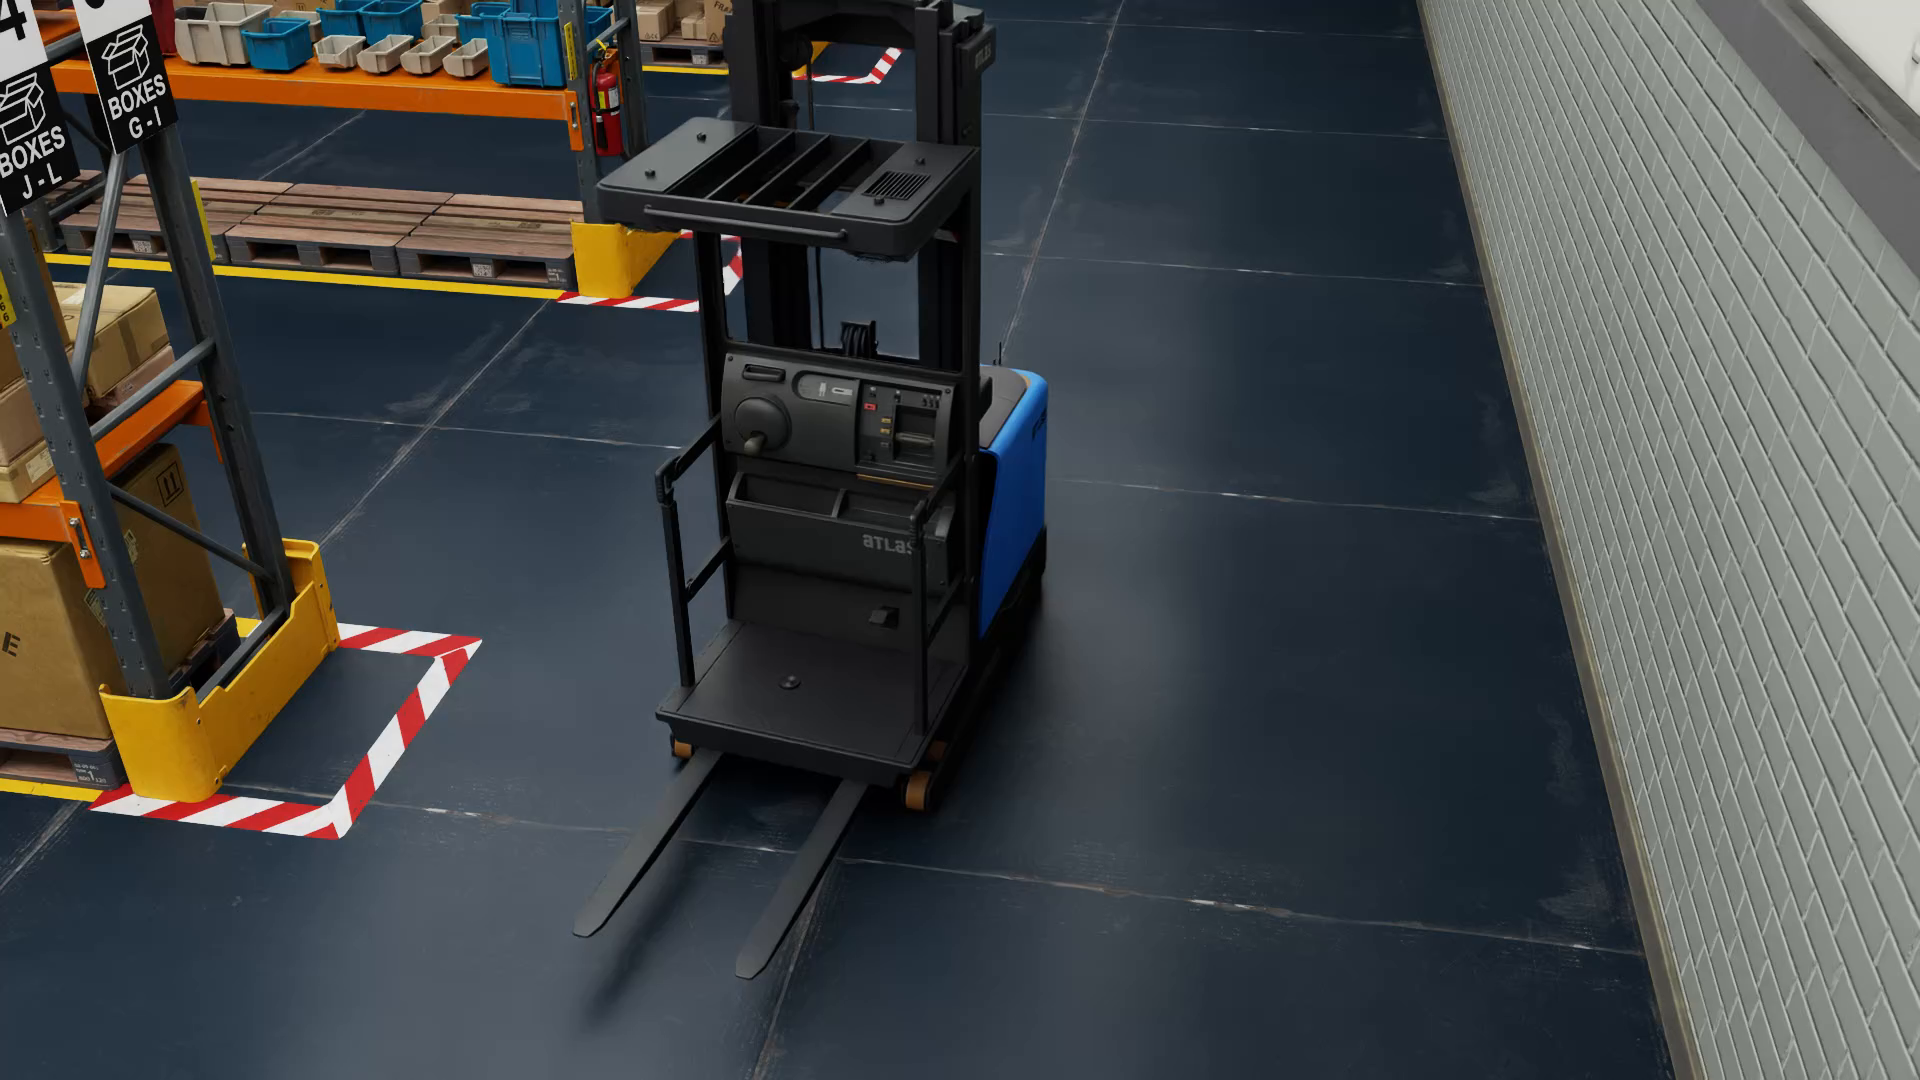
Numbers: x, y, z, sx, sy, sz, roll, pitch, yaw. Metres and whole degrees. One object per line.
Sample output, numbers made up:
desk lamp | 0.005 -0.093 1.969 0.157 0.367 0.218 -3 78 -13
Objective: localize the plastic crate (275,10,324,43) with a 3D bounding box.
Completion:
plastic crate | -4.422 -3.411 11.064 0.466 0.136 0.293 5 32 8

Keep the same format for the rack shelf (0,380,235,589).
rack shelf | -5.051 -0.421 6.774 4.000 0.370 1.077 5 32 8

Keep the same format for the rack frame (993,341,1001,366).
rack frame | 0.173 -0.429 7.946 0.008 1.050 0.200 5 32 8

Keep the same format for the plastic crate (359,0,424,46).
plastic crate | -3.732 -3.404 10.963 0.300 0.233 0.416 5 32 8

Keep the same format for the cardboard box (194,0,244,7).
cardboard box | -6.866 -5.200 15.672 0.500 0.500 0.500 6 32 9

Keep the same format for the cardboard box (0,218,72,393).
cardboard box | -3.604 -0.834 5.910 0.500 0.500 0.500 6 32 9

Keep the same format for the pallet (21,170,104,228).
pallet | -6.942 -2.404 11.891 1.213 0.211 1.003 5 32 8

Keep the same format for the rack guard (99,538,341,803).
rack guard | -3.055 0.514 6.957 0.348 0.500 1.175 5 32 8

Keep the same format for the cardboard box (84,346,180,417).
cardboard box | -3.373 -0.645 6.691 0.250 0.149 0.380 6 32 9

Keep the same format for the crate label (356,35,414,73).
crate label | -3.642 -3.075 10.528 0.243 0.136 0.396 5 32 8

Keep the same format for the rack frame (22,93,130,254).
rack frame | -6.189 -3.495 11.007 0.127 3.000 1.000 5 32 8

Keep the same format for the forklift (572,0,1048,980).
forklift | -0.537 -0.416 6.152 1.130 2.935 3.031 10 33 15

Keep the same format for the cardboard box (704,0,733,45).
cardboard box | -1.986 -4.775 14.993 0.500 0.500 0.500 5 32 8

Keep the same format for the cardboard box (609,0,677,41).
cardboard box | -2.918 -4.769 15.220 0.500 0.250 0.500 5 32 8

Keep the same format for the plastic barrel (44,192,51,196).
plastic barrel | -6.722 -2.841 11.544 0.708 0.901 0.600 5 32 8

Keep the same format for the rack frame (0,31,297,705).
rack frame | -3.079 -0.548 6.298 0.127 3.000 1.000 5 32 8

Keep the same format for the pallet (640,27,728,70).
pallet | -2.270 -4.624 15.438 1.213 0.211 1.003 5 32 8

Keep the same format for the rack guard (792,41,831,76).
rack guard | -1.484 -4.676 15.249 0.348 0.500 1.175 5 32 8

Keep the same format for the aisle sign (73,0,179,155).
aisle sign | -2.958 -1.800 5.848 0.004 0.787 0.394 5 32 8

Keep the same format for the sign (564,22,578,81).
sign | -2.322 -2.918 9.931 0.005 0.325 0.100 5 32 8

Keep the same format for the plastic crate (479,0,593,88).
plastic crate | -2.607 -3.111 10.303 0.499 0.435 0.616 5 32 8

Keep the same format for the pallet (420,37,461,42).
pallet | -4.675 -4.841 15.786 1.213 0.211 1.003 5 32 8

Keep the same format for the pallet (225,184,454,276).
pallet | -4.251 -2.160 11.502 1.213 0.211 1.003 5 32 8

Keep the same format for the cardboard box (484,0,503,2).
cardboard box | -4.363 -5.159 15.937 0.250 0.149 0.380 5 32 8

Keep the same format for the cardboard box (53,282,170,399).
cardboard box | -3.507 -0.794 6.553 0.500 0.250 0.500 4 32 7

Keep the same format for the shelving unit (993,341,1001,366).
shelving unit | 0.053 -0.440 7.964 0.252 1.050 0.215 5 32 8

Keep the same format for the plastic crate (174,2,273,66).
plastic crate | -4.715 -3.238 10.650 0.530 0.282 0.437 5 32 8

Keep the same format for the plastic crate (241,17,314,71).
plastic crate | -4.313 -3.142 10.543 0.300 0.233 0.416 5 32 8

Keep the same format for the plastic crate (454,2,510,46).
plastic crate | -3.083 -3.345 10.869 0.300 0.233 0.416 5 32 8

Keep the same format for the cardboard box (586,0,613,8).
cardboard box | -3.499 -5.049 15.427 0.637 0.503 0.797 5 32 8

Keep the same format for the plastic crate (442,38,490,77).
plastic crate | -3.080 -3.030 10.455 0.243 0.136 0.396 5 32 8

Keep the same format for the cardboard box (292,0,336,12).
cardboard box | -5.886 -5.106 15.522 0.500 0.500 0.500 5 32 8
